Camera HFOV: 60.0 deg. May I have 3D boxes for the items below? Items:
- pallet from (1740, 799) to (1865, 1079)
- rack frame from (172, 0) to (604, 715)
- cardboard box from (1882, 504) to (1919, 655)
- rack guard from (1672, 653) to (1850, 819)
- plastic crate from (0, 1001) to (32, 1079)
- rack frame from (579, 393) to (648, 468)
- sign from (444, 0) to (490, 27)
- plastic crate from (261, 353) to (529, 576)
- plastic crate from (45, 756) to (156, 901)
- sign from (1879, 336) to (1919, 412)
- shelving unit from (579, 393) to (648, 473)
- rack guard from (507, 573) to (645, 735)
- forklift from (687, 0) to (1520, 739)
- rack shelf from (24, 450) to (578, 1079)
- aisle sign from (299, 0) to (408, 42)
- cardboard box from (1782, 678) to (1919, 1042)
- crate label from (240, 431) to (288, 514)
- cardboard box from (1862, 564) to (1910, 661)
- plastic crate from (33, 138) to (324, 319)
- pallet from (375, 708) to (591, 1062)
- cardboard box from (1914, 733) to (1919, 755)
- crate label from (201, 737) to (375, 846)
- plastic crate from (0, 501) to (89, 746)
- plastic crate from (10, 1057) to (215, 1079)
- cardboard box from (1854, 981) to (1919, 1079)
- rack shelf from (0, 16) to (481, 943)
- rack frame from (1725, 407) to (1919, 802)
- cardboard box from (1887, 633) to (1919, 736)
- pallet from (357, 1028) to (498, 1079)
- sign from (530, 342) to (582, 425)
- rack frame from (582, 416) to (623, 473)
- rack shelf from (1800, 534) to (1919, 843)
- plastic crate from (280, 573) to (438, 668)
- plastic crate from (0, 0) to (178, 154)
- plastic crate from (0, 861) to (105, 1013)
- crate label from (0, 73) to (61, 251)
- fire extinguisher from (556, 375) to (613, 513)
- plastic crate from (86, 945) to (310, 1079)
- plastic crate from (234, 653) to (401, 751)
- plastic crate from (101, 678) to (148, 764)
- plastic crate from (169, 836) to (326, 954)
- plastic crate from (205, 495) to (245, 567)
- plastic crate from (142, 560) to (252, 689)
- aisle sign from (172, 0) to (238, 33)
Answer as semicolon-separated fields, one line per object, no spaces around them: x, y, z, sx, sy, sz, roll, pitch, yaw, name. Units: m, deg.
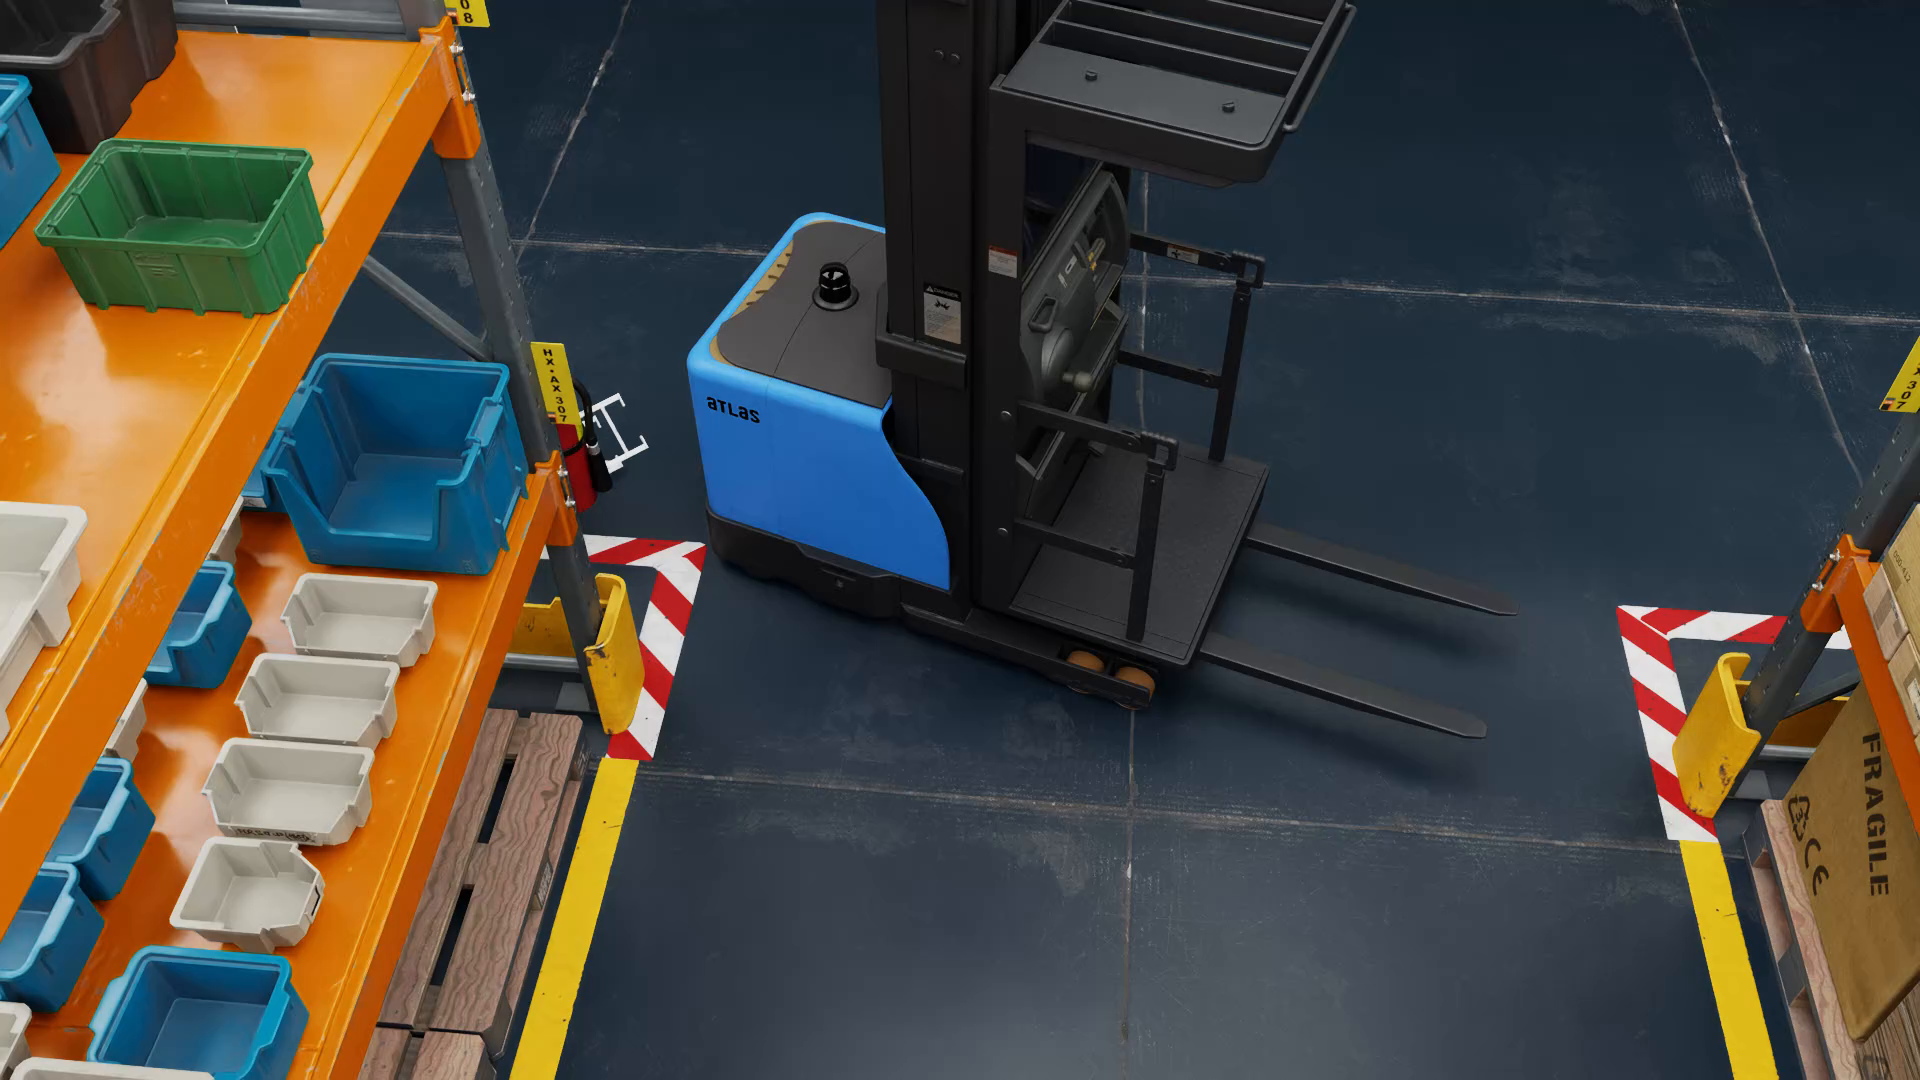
3.165;1.426;5.303;1.003;0.211;1.213;4;48;4;pallet
-1.772;-0.441;5.121;1.000;3.000;0.127;4;48;4;rack frame
2.848;0.176;4.456;0.500;0.250;0.500;3;48;2;cardboard box
3.163;0.718;5.755;1.175;0.500;0.348;4;48;4;rack guard
-2.277;1.267;3.697;0.293;0.136;0.466;4;48;4;plastic crate
-1.758;-0.188;6.290;1.200;0.015;0.240;-31;96;-23;rack frame
-1.223;-1.393;4.030;0.100;0.325;0.005;4;48;4;sign
-1.616;-0.215;4.849;0.616;0.435;0.499;4;48;4;plastic crate
-2.242;0.722;4.130;0.416;0.233;0.300;4;48;4;plastic crate
2.608;-0.469;4.506;0.100;0.325;0.005;4;48;4;sign
-1.853;-0.161;6.513;1.200;0.503;0.258;-31;96;-23;shelving unit
-1.783;0.384;6.060;1.175;0.500;0.348;4;48;4;rack guard
0.574;-0.809;5.504;3.031;2.935;1.130;17;50;15;forklift
-1.954;1.271;4.042;1.077;0.370;4.000;4;48;4;rack shelf
-1.474;-1.352;4.192;0.394;0.787;0.004;4;48;4;aisle sign
3.182;0.943;5.010;0.875;0.875;0.875;4;48;4;cardboard box
-2.122;-0.246;5.015;0.416;0.233;0.303;4;48;4;crate label
2.799;0.215;4.691;0.380;0.149;0.250;4;48;4;cardboard box
-1.578;-0.638;3.412;0.450;0.188;0.336;4;48;4;plastic crate
-1.886;1.103;5.598;1.003;0.211;1.213;4;48;4;pallet
2.754;0.592;4.346;0.380;0.149;0.250;3;48;3;cardboard box
-1.708;0.657;4.254;0.396;0.136;0.243;4;48;4;crate label
-1.713;0.170;2.707;0.437;0.136;0.530;4;48;4;plastic crate
-1.814;1.408;3.469;0.437;0.282;0.530;4;48;4;plastic crate
3.099;1.611;4.399;0.875;0.875;0.875;4;48;4;cardboard box
-1.954;0.259;2.935;1.077;0.370;4.000;4;48;4;rack shelf
3.160;-0.108;4.816;1.000;3.000;0.127;4;48;4;rack frame
2.777;0.404;4.518;0.380;0.149;0.250;3;48;3;cardboard box
-2.000;1.997;4.780;1.003;0.211;1.213;4;48;4;pallet
-1.223;-0.471;5.038;0.100;0.325;0.005;4;48;4;sign
-1.948;-0.134;6.736;1.200;0.015;0.240;-31;96;-23;rack frame
2.978;1.604;3.738;1.077;0.370;4.000;4;48;4;rack shelf
-1.666;0.239;4.637;0.396;0.136;0.243;4;48;4;plastic crate
-2.085;-1.146;3.821;0.497;0.269;0.590;4;48;4;plastic crate
-2.270;0.942;3.928;0.416;0.233;0.300;4;48;4;plastic crate
-2.178;-0.747;3.469;0.408;0.251;0.502;4;48;4;crate label
-1.306;-0.370;5.361;0.296;0.674;0.183;4;48;4;fire extinguisher
-1.704;1.121;3.765;0.416;0.233;0.300;4;48;4;plastic crate
-1.707;0.451;4.443;0.396;0.136;0.243;4;48;4;plastic crate
-2.296;0.515;4.384;0.250;0.136;0.298;4;48;4;plastic crate
-1.716;0.876;4.054;0.298;0.136;0.250;4;48;4;plastic crate
-2.234;0.017;4.840;0.250;0.136;0.298;4;48;4;plastic crate
-2.182;0.238;4.573;0.416;0.233;0.300;4;48;4;plastic crate
-2.061;-1.392;4.228;0.394;0.787;0.004;4;48;4;aisle sign
